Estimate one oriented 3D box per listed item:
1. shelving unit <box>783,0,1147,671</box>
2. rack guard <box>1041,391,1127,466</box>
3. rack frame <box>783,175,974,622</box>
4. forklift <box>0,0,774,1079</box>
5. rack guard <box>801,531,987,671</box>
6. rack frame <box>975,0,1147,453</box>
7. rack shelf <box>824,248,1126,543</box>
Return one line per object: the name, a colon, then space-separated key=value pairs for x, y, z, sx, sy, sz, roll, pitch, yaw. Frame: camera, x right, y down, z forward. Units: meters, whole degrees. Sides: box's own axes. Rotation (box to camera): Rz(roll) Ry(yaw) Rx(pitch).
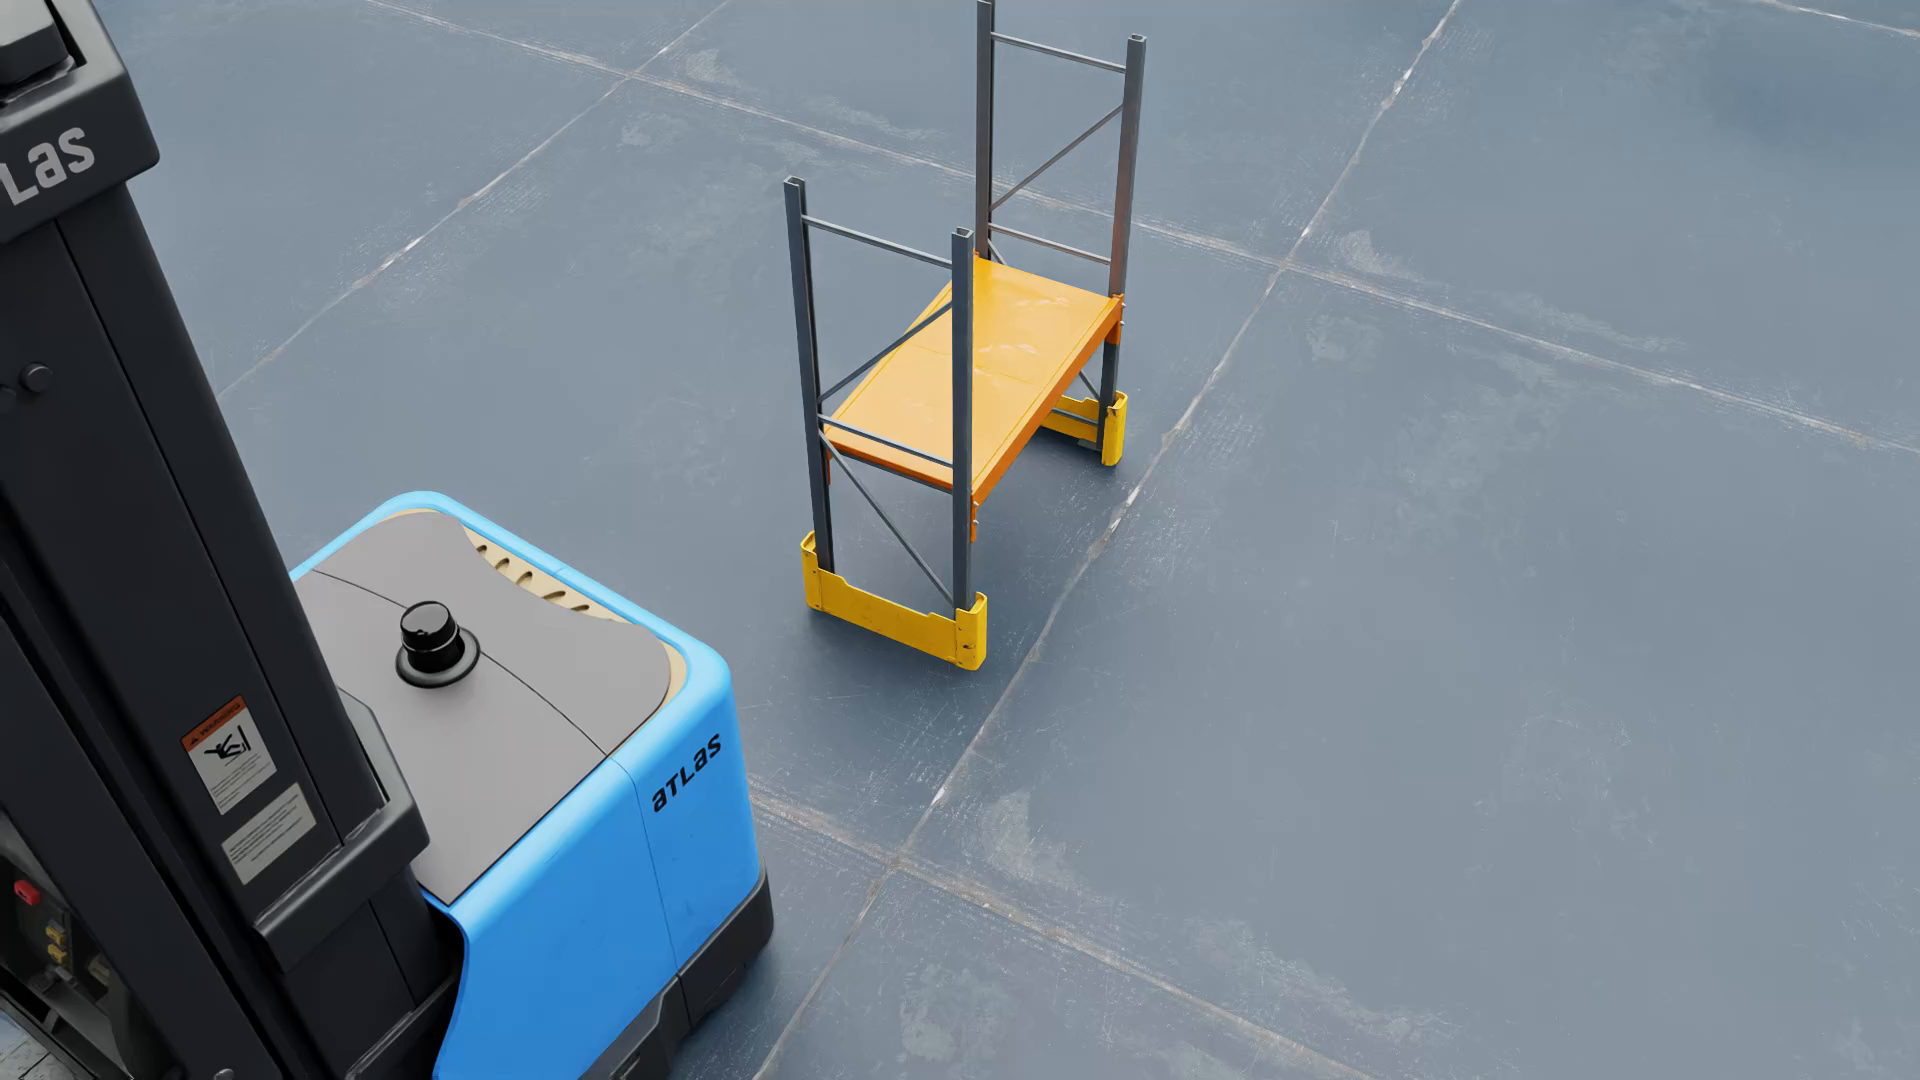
shelving unit: x=0.035 y=-0.575 z=4.764 sx=0.587 sy=1.500 sz=1.083 roll=20 pitch=49 yaw=19
rack guard: x=0.267 y=-0.450 z=5.519 sx=0.587 sy=0.250 sz=0.087 roll=20 pitch=49 yaw=19
rack frame: x=-0.196 y=-0.261 z=4.453 sx=0.500 sy=1.500 sz=0.032 roll=20 pitch=49 yaw=19
forklift: x=-1.726 y=0.639 z=2.557 sx=1.130 sy=2.935 sz=3.031 roll=27 pitch=51 yaw=24
rack guard: x=-0.196 y=0.178 z=4.898 sx=0.587 sy=0.250 sz=0.087 roll=20 pitch=49 yaw=19
rack frame: x=0.276 y=-0.901 z=5.086 sx=0.500 sy=1.500 sz=0.032 roll=20 pitch=49 yaw=19
rack shelf: x=0.040 y=-0.455 z=4.898 sx=0.538 sy=0.185 sz=1.000 roll=20 pitch=49 yaw=19
